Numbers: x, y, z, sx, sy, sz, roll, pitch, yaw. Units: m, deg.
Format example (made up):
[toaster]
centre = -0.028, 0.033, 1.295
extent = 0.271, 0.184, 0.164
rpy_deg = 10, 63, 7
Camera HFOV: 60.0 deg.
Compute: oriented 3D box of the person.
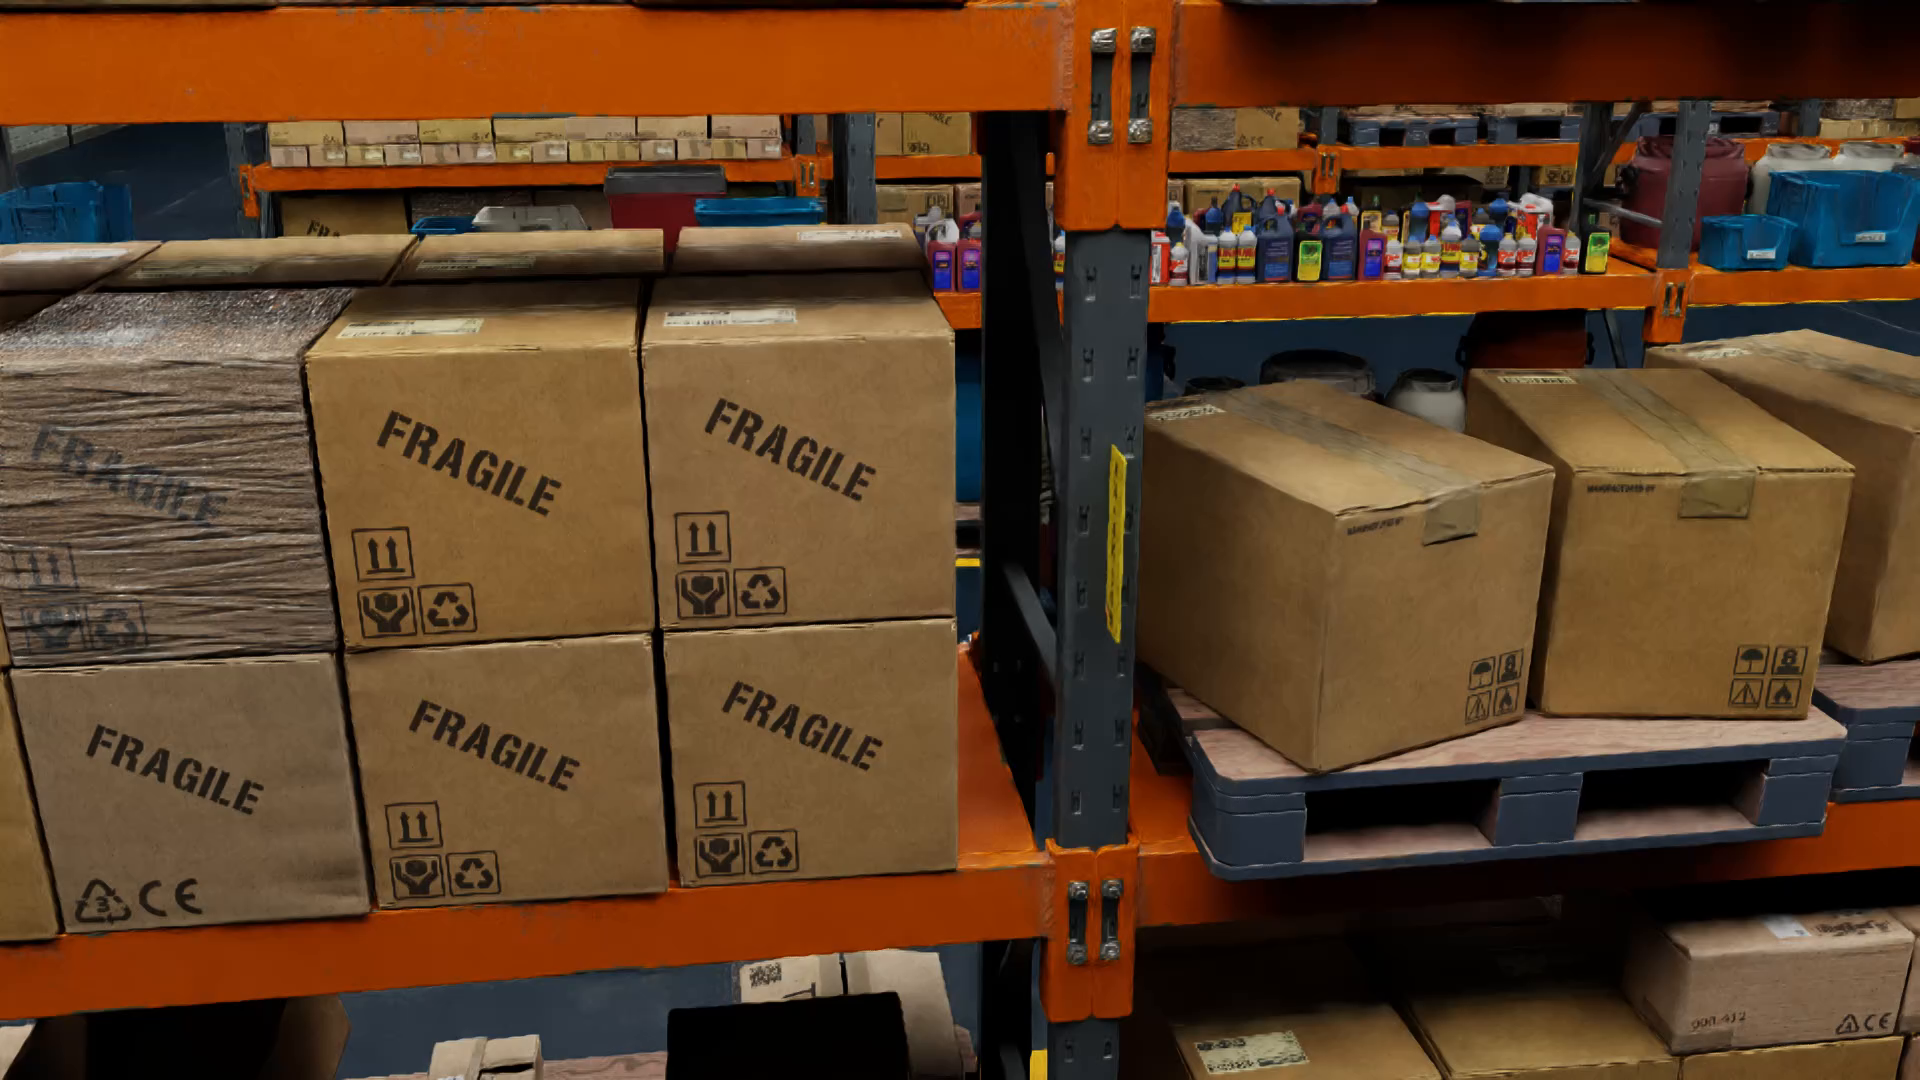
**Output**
[person]
centre = 0.320, -0.013, 6.101
extent = 0.677, 1.582, 0.464
rpy_deg = 7, 21, 19
